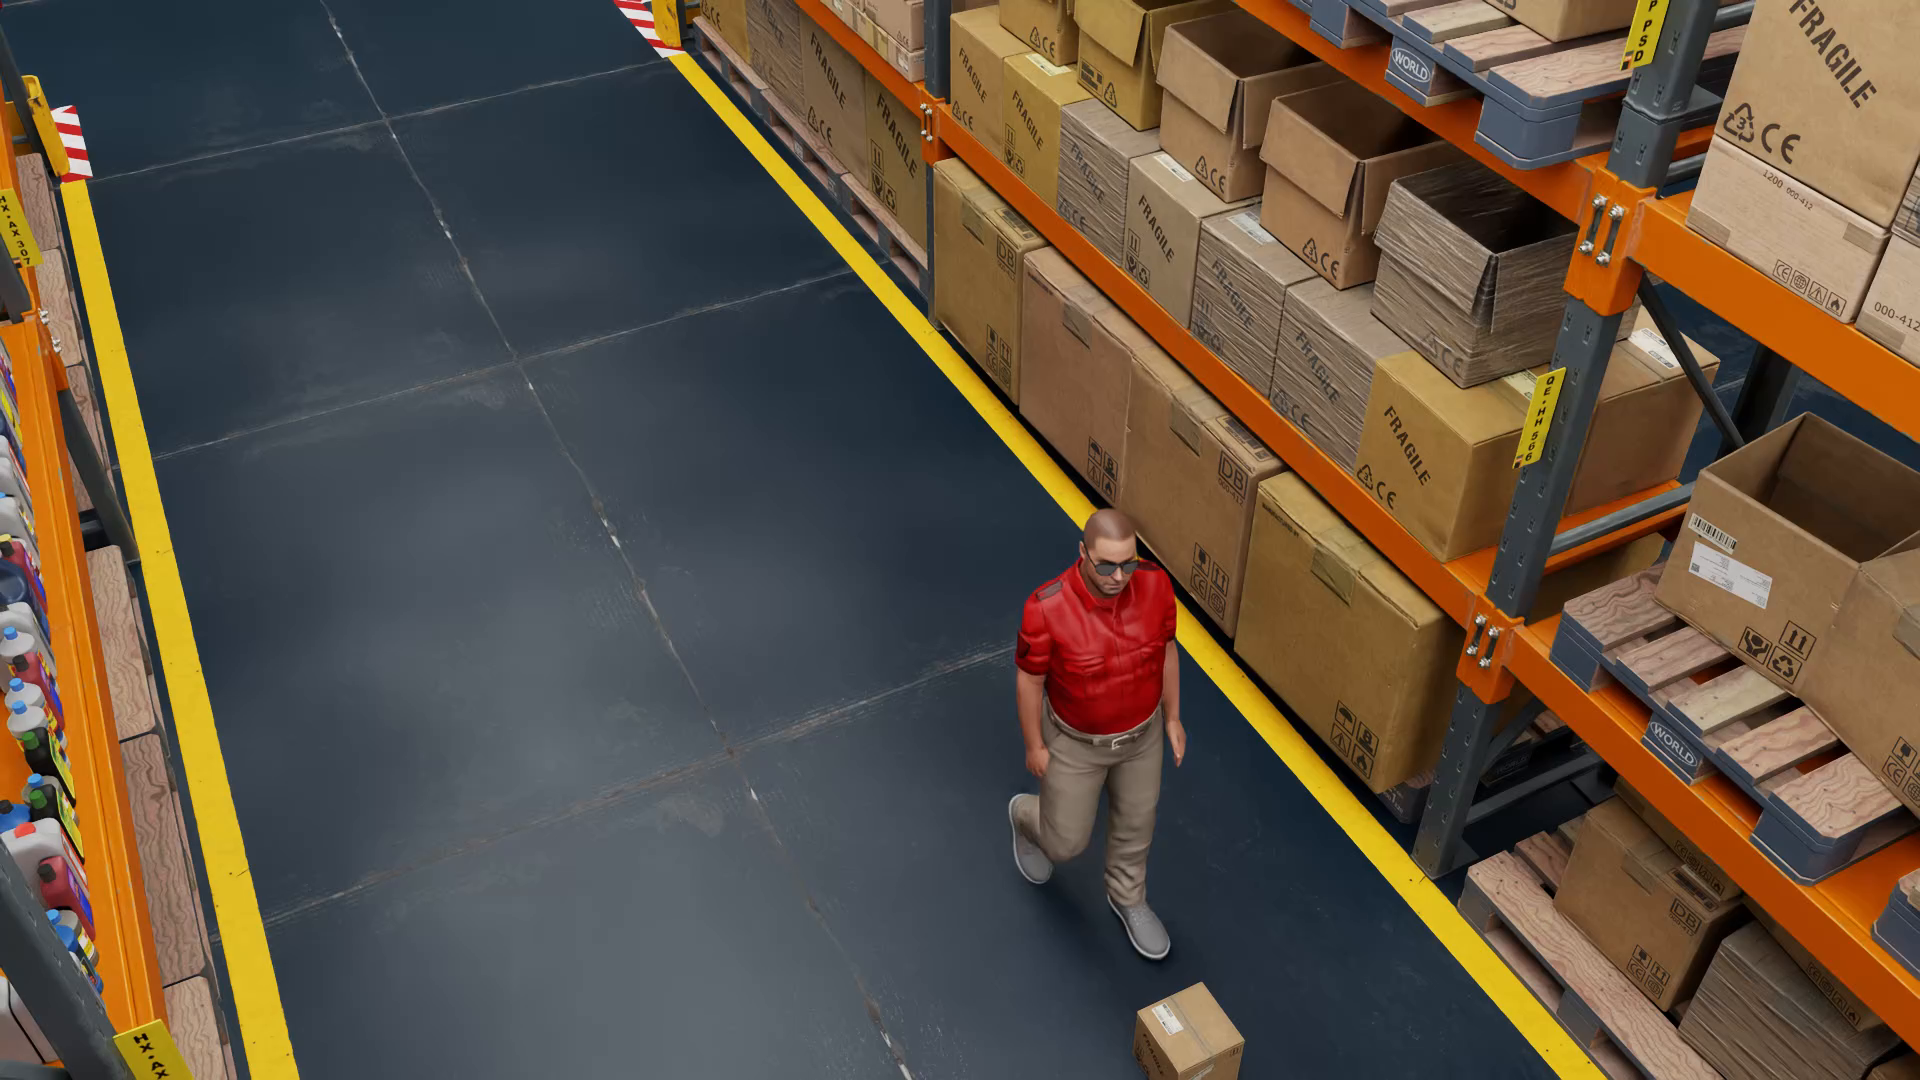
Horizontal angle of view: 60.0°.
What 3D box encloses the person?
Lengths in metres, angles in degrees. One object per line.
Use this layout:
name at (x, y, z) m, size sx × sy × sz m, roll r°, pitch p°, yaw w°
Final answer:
person at (0.469, 0.634, 5.426) m, size 0.556 × 1.711 × 0.695 m, roll -16°, pitch 43°, yaw -17°
